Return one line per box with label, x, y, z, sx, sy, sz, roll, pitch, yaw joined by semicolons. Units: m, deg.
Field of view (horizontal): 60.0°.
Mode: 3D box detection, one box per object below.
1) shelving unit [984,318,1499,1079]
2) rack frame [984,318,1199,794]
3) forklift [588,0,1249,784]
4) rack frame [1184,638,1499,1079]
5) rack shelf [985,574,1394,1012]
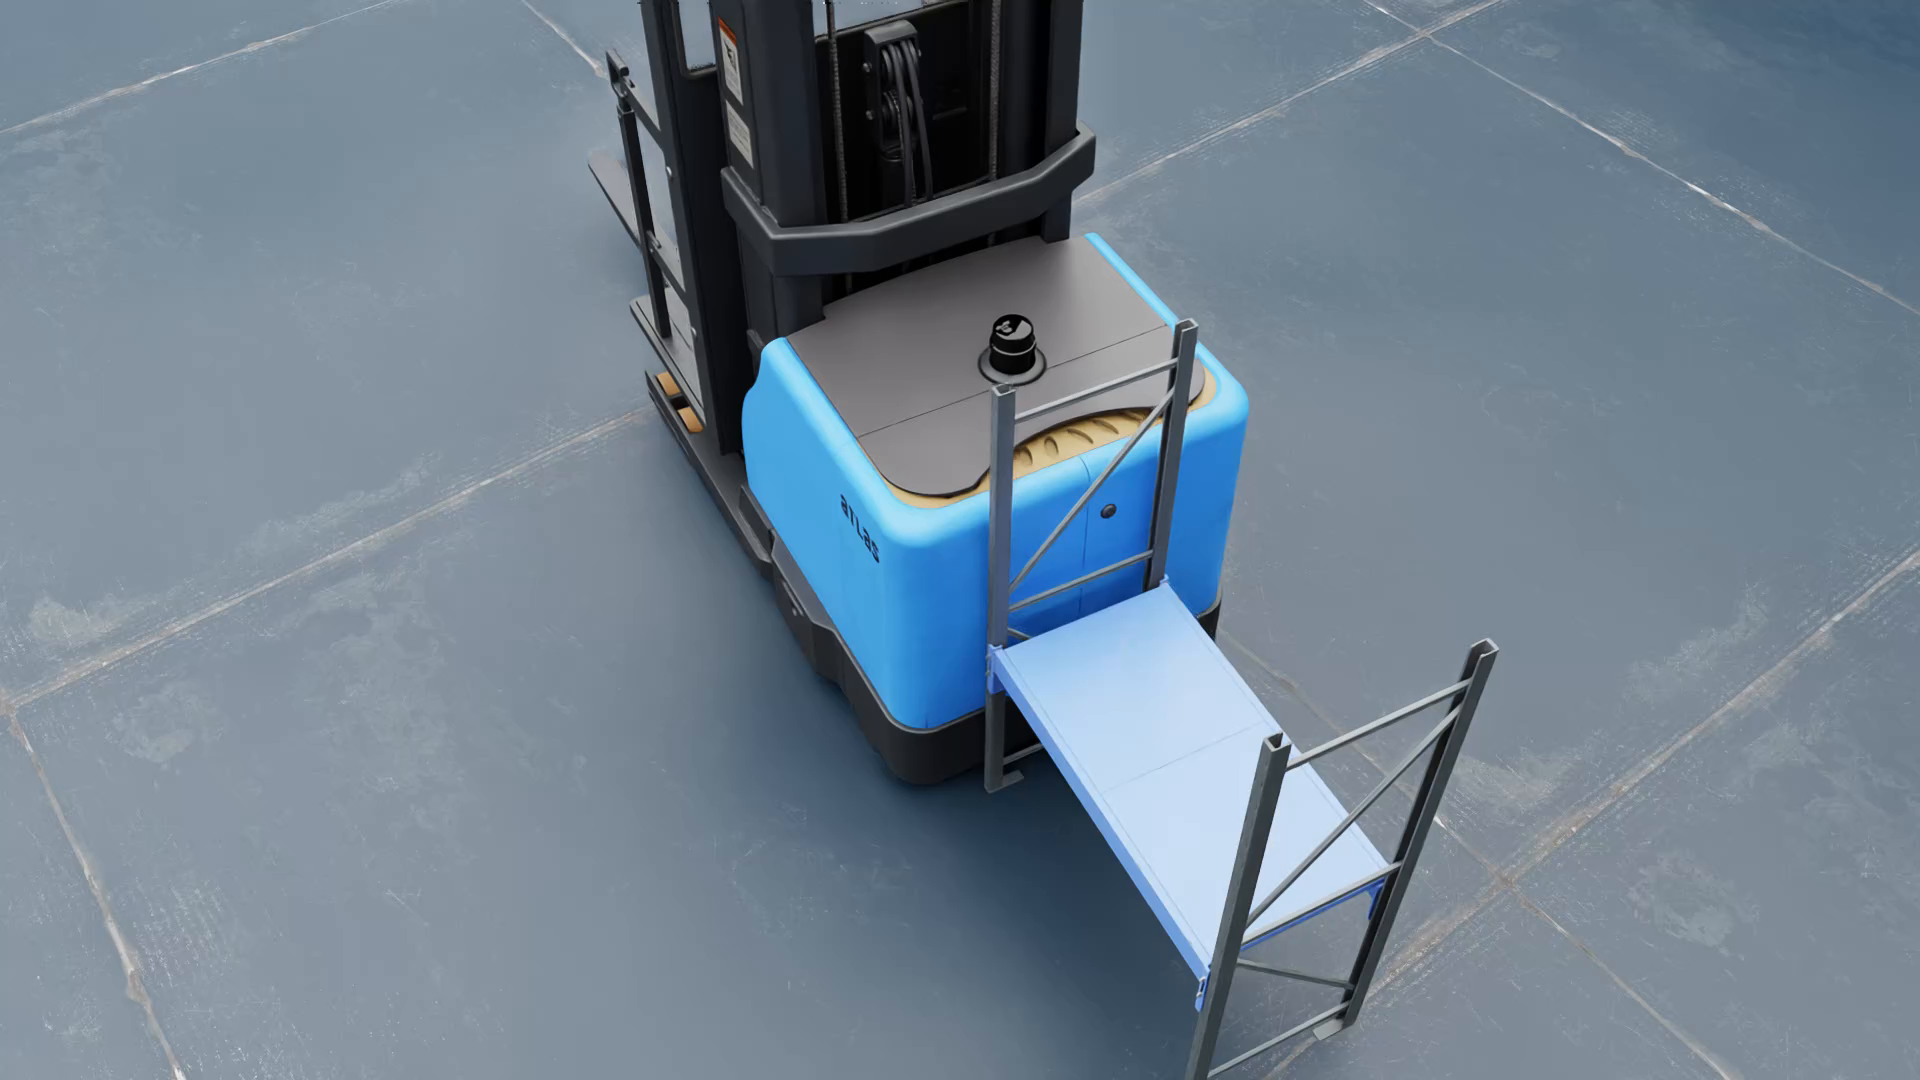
shelving unit;0.527;0.442;3.837;0.538;1.500;1.048;-21;51;-18
rack frame;0.296;0.107;4.141;0.500;1.500;0.032;-21;51;-18
forklift;-0.394;-1.412;4.552;1.130;2.935;3.031;-22;51;-18
rack frame;0.759;0.778;3.533;0.500;1.500;0.032;-21;51;-18
rack shelf;0.527;0.563;3.970;0.538;0.185;1.000;-21;51;-18
